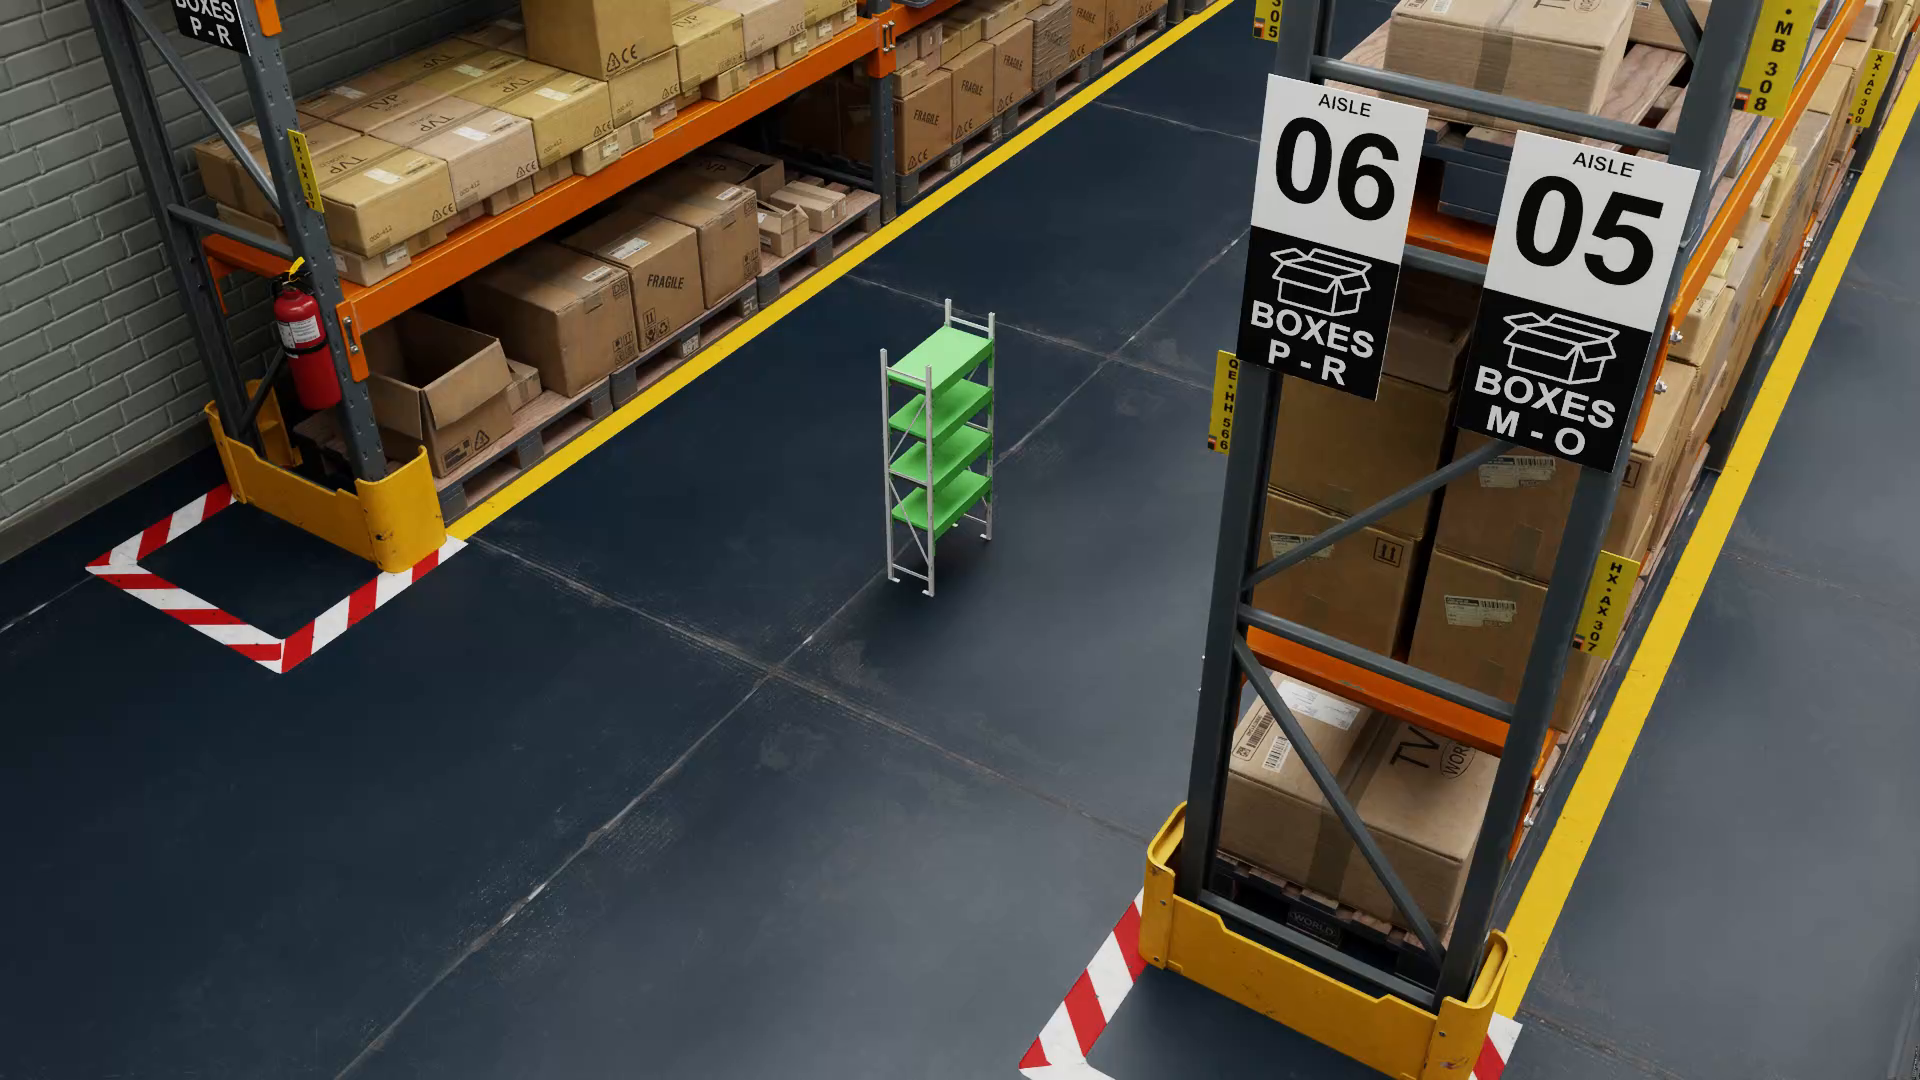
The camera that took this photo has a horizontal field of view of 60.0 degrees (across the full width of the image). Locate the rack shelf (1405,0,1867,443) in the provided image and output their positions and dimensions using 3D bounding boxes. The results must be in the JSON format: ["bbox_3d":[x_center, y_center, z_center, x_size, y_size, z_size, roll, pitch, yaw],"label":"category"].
[{"bbox_3d":[2.273,-1.573,5.466,1.077,0.370,4.000,21,42,25],"label":"rack shelf"}]

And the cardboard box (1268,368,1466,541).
[{"bbox_3d":[1.259,-0.401,4.912,0.500,0.500,0.500,23,43,27],"label":"cardboard box"}]

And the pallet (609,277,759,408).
[{"bbox_3d":[-1.870,-1.233,9.177,1.003,0.211,1.213,21,42,25],"label":"pallet"}]

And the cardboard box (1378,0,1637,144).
[{"bbox_3d":[1.367,-1.235,4.135,0.500,0.250,0.500,17,41,21],"label":"cardboard box"}]

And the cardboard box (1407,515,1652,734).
[{"bbox_3d":[1.701,0.168,4.993,0.500,0.500,0.500,21,42,25],"label":"cardboard box"}]

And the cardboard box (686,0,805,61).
[{"bbox_3d":[-1.171,-2.776,8.773,0.500,0.250,0.500,21,42,25],"label":"cardboard box"}]

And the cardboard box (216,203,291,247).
[{"bbox_3d":[-3.040,-1.420,7.340,0.380,0.149,0.250,21,42,25],"label":"cardboard box"}]

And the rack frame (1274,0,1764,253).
[{"bbox_3d":[1.202,-2.015,2.993,1.000,3.000,0.127,21,42,25],"label":"rack frame"}]

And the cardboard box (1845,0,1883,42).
[{"bbox_3d":[3.449,-2.131,6.625,0.380,0.149,0.250,20,42,24],"label":"cardboard box"}]

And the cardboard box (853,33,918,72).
[{"bbox_3d":[-0.483,-2.991,10.102,0.380,0.149,0.250,20,42,24],"label":"cardboard box"}]

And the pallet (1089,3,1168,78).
[{"bbox_3d":[0.863,-3.908,12.646,1.003,0.211,1.213,21,42,25],"label":"pallet"}]

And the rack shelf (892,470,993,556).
[{"bbox_3d":[-0.089,-0.149,7.458,0.258,0.148,0.480,21,42,25],"label":"rack shelf"}]

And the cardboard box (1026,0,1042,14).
[{"bbox_3d":[0.335,-3.696,11.260,0.380,0.149,0.250,21,42,25],"label":"cardboard box"}]

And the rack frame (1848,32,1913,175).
[{"bbox_3d":[5.488,-3.763,10.174,1.000,3.000,0.127,21,42,25],"label":"rack frame"}]

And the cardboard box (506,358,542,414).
[{"bbox_3d":[-2.323,-0.788,8.307,0.380,0.149,0.250,19,42,23],"label":"cardboard box"}]

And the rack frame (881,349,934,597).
[{"bbox_3d":[-0.219,-0.264,7.110,0.240,1.200,0.015,21,42,25],"label":"rack frame"}]

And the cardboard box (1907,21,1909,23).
[{"bbox_3d":[4.892,-2.835,9.094,0.500,0.250,0.500,21,42,25],"label":"cardboard box"}]

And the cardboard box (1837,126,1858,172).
[{"bbox_3d":[4.079,-2.049,8.074,0.500,0.250,0.500,20,42,24],"label":"cardboard box"}]

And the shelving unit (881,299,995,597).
[{"bbox_3d":[-0.089,-0.390,7.273,0.258,1.200,0.503,21,42,25],"label":"shelving unit"}]

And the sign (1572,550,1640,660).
[{"bbox_3d":[1.667,0.172,4.297,0.100,0.325,0.005,21,42,25],"label":"sign"}]

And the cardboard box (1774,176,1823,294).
[{"bbox_3d":[3.312,-1.418,7.050,0.500,0.500,0.500,22,43,26],"label":"cardboard box"}]

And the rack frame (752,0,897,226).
[{"bbox_3d":[-0.848,-3.323,9.603,1.000,3.000,0.127,21,42,25],"label":"rack frame"}]

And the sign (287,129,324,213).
[{"bbox_3d":[-2.533,-1.426,6.434,0.100,0.325,0.005,21,42,25],"label":"sign"}]

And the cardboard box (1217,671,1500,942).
[{"bbox_3d":[1.471,0.837,5.962,0.875,0.438,0.875,20,42,24],"label":"cardboard box"}]

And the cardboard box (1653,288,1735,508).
[{"bbox_3d":[1.970,-0.497,5.037,0.500,0.500,0.500,20,42,24],"label":"cardboard box"}]

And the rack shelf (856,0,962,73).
[{"bbox_3d":[0.223,-4.069,11.160,1.077,0.370,4.000,21,42,25],"label":"rack shelf"}]

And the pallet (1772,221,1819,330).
[{"bbox_3d":[4.347,-1.650,9.718,1.003,0.211,1.213,21,42,25],"label":"pallet"}]

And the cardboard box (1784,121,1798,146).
[{"bbox_3d":[2.591,-1.361,5.626,0.380,0.149,0.250,21,42,25],"label":"cardboard box"}]

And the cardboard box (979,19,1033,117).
[{"bbox_3d":[0.149,-3.208,11.158,0.500,0.500,0.500,20,42,24],"label":"cardboard box"}]

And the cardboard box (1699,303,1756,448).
[{"bbox_3d":[2.491,-0.622,6.018,0.500,0.500,0.500,23,43,27],"label":"cardboard box"}]

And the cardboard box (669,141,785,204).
[{"bbox_3d":[-1.402,-2.161,9.954,0.500,0.311,0.500,23,43,27],"label":"cardboard box"}]

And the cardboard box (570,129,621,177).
[{"bbox_3d":[-1.851,-1.889,7.949,0.380,0.149,0.250,20,42,24],"label":"cardboard box"}]

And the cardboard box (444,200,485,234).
[{"bbox_3d":[-2.375,-1.534,7.489,0.380,0.149,0.250,21,42,25],"label":"cardboard box"}]

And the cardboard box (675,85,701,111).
[{"bbox_3d":[-1.555,-2.329,8.520,0.380,0.149,0.250,22,43,26],"label":"cardboard box"}]

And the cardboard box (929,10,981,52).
[{"bbox_3d":[-0.085,-3.304,10.751,0.380,0.149,0.250,20,42,24],"label":"cardboard box"}]

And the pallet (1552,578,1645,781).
[{"bbox_3d":[2.219,0.401,7.056,1.003,0.211,1.213,21,42,25],"label":"pallet"}]

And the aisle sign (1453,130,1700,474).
[{"bbox_3d":[1.408,-0.536,3.860,0.394,0.787,0.004,21,42,25],"label":"aisle sign"}]

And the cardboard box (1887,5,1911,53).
[{"bbox_3d":[4.367,-2.503,8.254,0.500,0.250,0.500,22,43,26],"label":"cardboard box"}]

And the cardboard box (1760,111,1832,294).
[{"bbox_3d":[2.782,-1.278,6.051,0.500,0.500,0.500,22,43,26],"label":"cardboard box"}]

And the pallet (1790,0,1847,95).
[{"bbox_3d":[2.243,-1.809,5.256,1.003,0.211,1.213,21,42,25],"label":"pallet"}]

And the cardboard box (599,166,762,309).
[{"bbox_3d":[-1.537,-1.684,9.181,0.700,0.500,0.500,20,42,23],"label":"cardboard box"}]

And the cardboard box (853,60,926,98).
[{"bbox_3d":[-0.431,-2.854,10.167,0.380,0.149,0.250,23,43,27],"label":"cardboard box"}]

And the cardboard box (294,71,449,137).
[{"bbox_3d":[-2.692,-1.908,7.648,0.500,0.250,0.500,21,42,25],"label":"cardboard box"}]

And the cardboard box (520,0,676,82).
[{"bbox_3d":[-1.717,-2.535,7.847,0.500,0.500,0.500,22,43,26],"label":"cardboard box"}]

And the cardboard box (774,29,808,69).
[{"bbox_3d":[-1.046,-2.693,8.992,0.380,0.149,0.250,22,43,26],"label":"cardboard box"}]

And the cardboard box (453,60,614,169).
[{"bbox_3d":[-1.982,-1.987,7.750,0.500,0.250,0.500,20,42,24],"label":"cardboard box"}]

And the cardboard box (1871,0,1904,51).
[{"bbox_3d":[3.823,-2.269,7.336,0.500,0.500,0.500,22,43,26],"label":"cardboard box"}]

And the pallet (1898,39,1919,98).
[{"bbox_3d":[6.562,-3.687,12.360,1.003,0.211,1.213,21,42,25],"label":"pallet"}]

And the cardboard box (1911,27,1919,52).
[{"bbox_3d":[6.599,-3.949,12.224,0.950,0.372,0.625,23,43,27],"label":"cardboard box"}]

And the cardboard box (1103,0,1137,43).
[{"bbox_3d":[0.973,-4.018,12.209,0.500,0.500,0.500,21,42,24],"label":"cardboard box"}]
